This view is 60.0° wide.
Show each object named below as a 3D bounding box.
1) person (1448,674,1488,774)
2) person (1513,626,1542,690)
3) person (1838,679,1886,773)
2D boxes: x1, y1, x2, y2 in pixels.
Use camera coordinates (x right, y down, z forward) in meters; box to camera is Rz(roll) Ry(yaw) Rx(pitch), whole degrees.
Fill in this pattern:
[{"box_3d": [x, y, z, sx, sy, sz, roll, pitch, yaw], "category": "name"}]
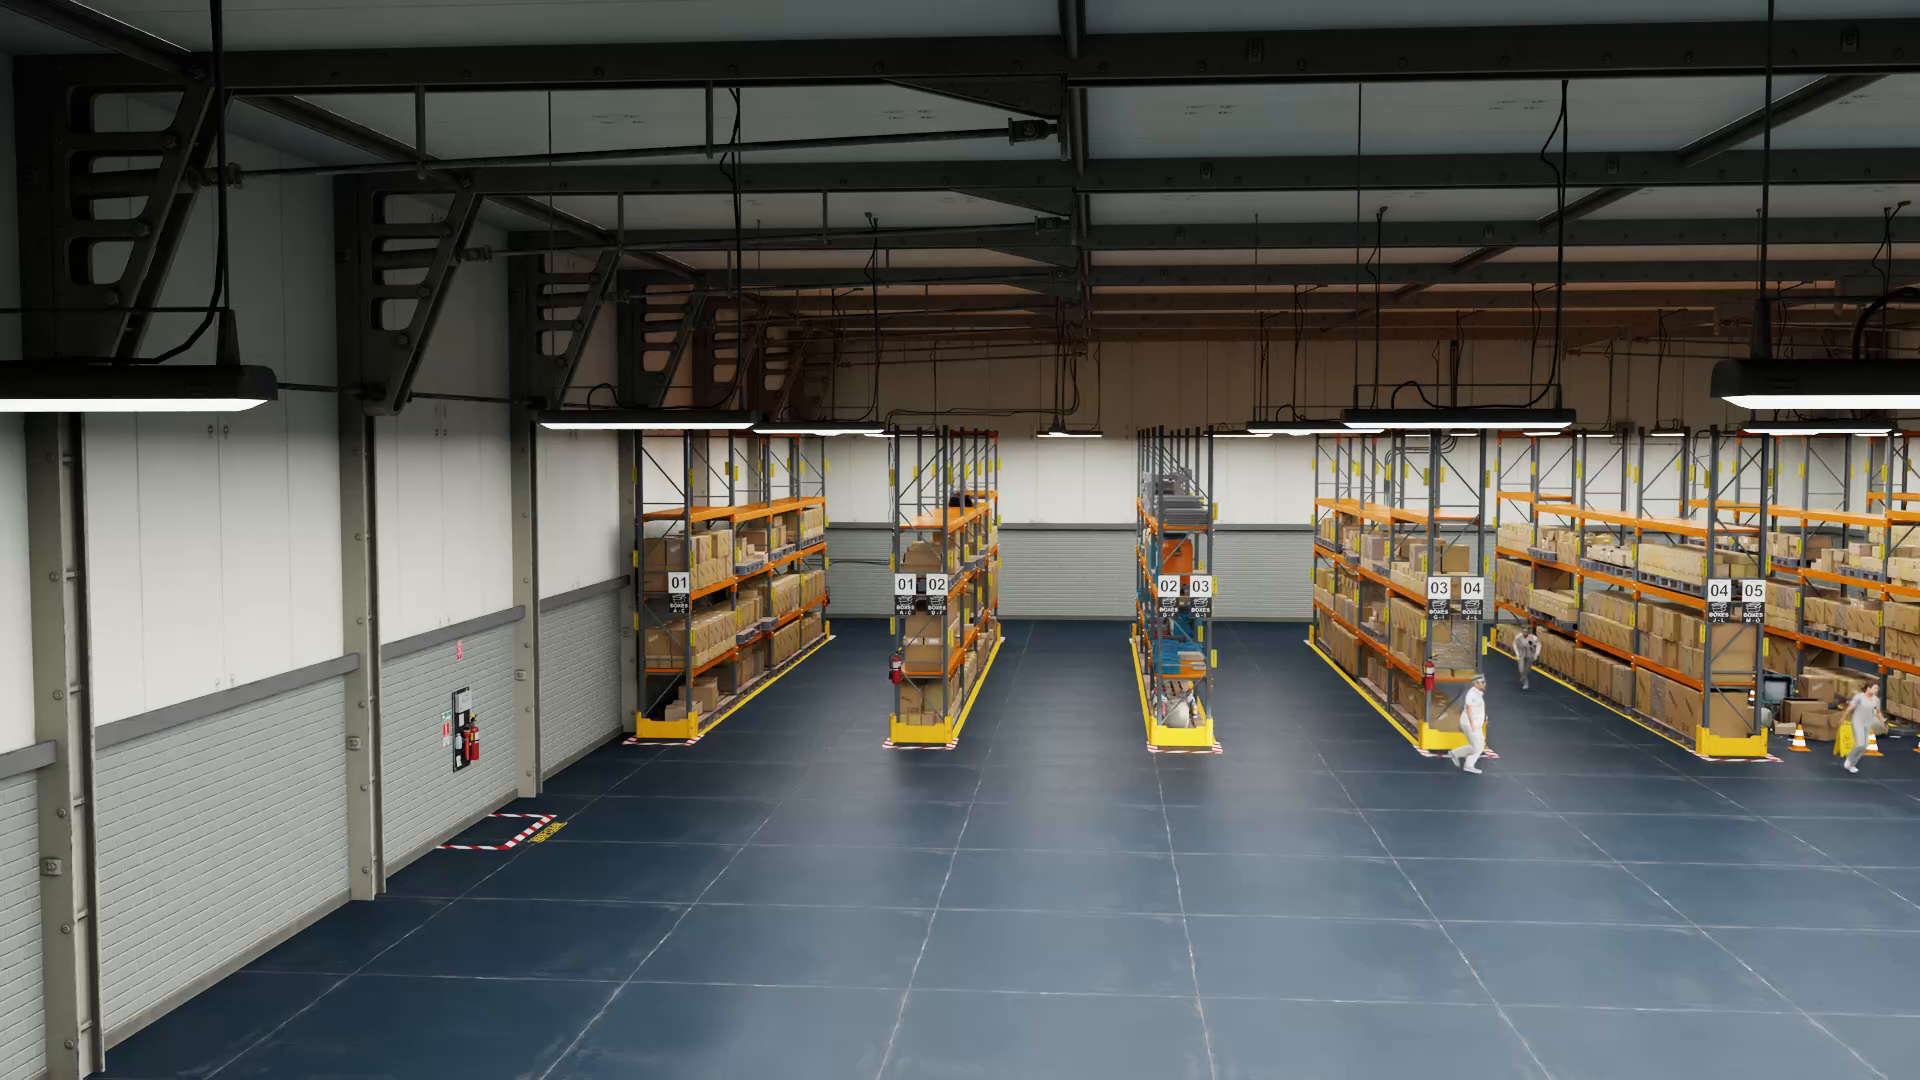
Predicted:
[{"box_3d": [8.746, 3.147, 28.632, 0.619, 1.719, 0.661, 2, 4, 26], "category": "person"}, {"box_3d": [13.036, 2.688, 38.230, 0.627, 1.495, 0.874, 1, 4, 21], "category": "person"}, {"box_3d": [15.514, 3.206, 28.575, 0.565, 1.614, 0.607, -1, 4, -13], "category": "person"}]
